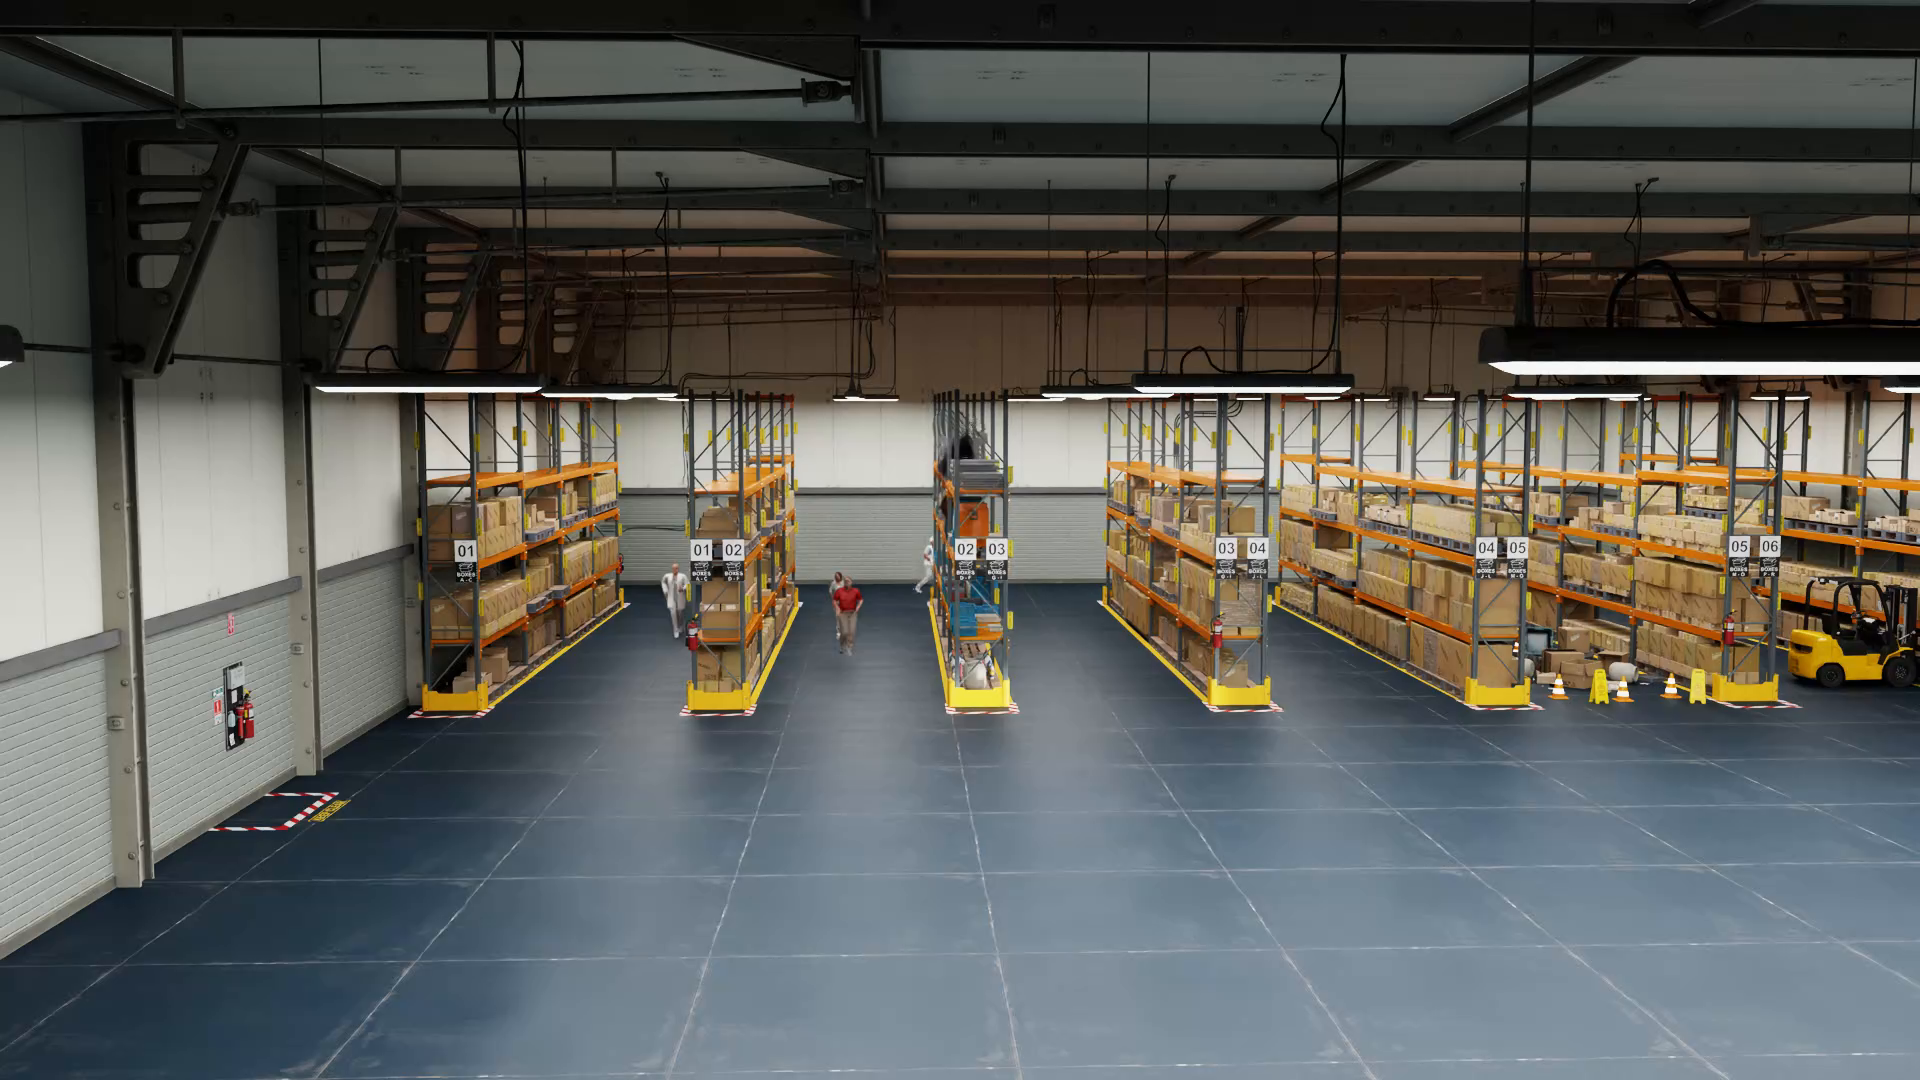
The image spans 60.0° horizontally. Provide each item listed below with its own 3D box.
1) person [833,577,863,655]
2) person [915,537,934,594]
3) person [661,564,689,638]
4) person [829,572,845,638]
[{"bbox_3d":[-2.426,1.653,36.170,0.653,1.709,0.595,-1,5,-10],"label":"person"},{"bbox_3d":[-0.879,0.785,50.028,0.764,1.775,0.910,2,5,23],"label":"person"},{"bbox_3d":[-7.027,1.475,41.114,0.716,1.784,0.962,0,5,-5],"label":"person"},{"bbox_3d":[-2.971,1.575,41.081,0.525,1.611,0.820,0,5,-5],"label":"person"}]
